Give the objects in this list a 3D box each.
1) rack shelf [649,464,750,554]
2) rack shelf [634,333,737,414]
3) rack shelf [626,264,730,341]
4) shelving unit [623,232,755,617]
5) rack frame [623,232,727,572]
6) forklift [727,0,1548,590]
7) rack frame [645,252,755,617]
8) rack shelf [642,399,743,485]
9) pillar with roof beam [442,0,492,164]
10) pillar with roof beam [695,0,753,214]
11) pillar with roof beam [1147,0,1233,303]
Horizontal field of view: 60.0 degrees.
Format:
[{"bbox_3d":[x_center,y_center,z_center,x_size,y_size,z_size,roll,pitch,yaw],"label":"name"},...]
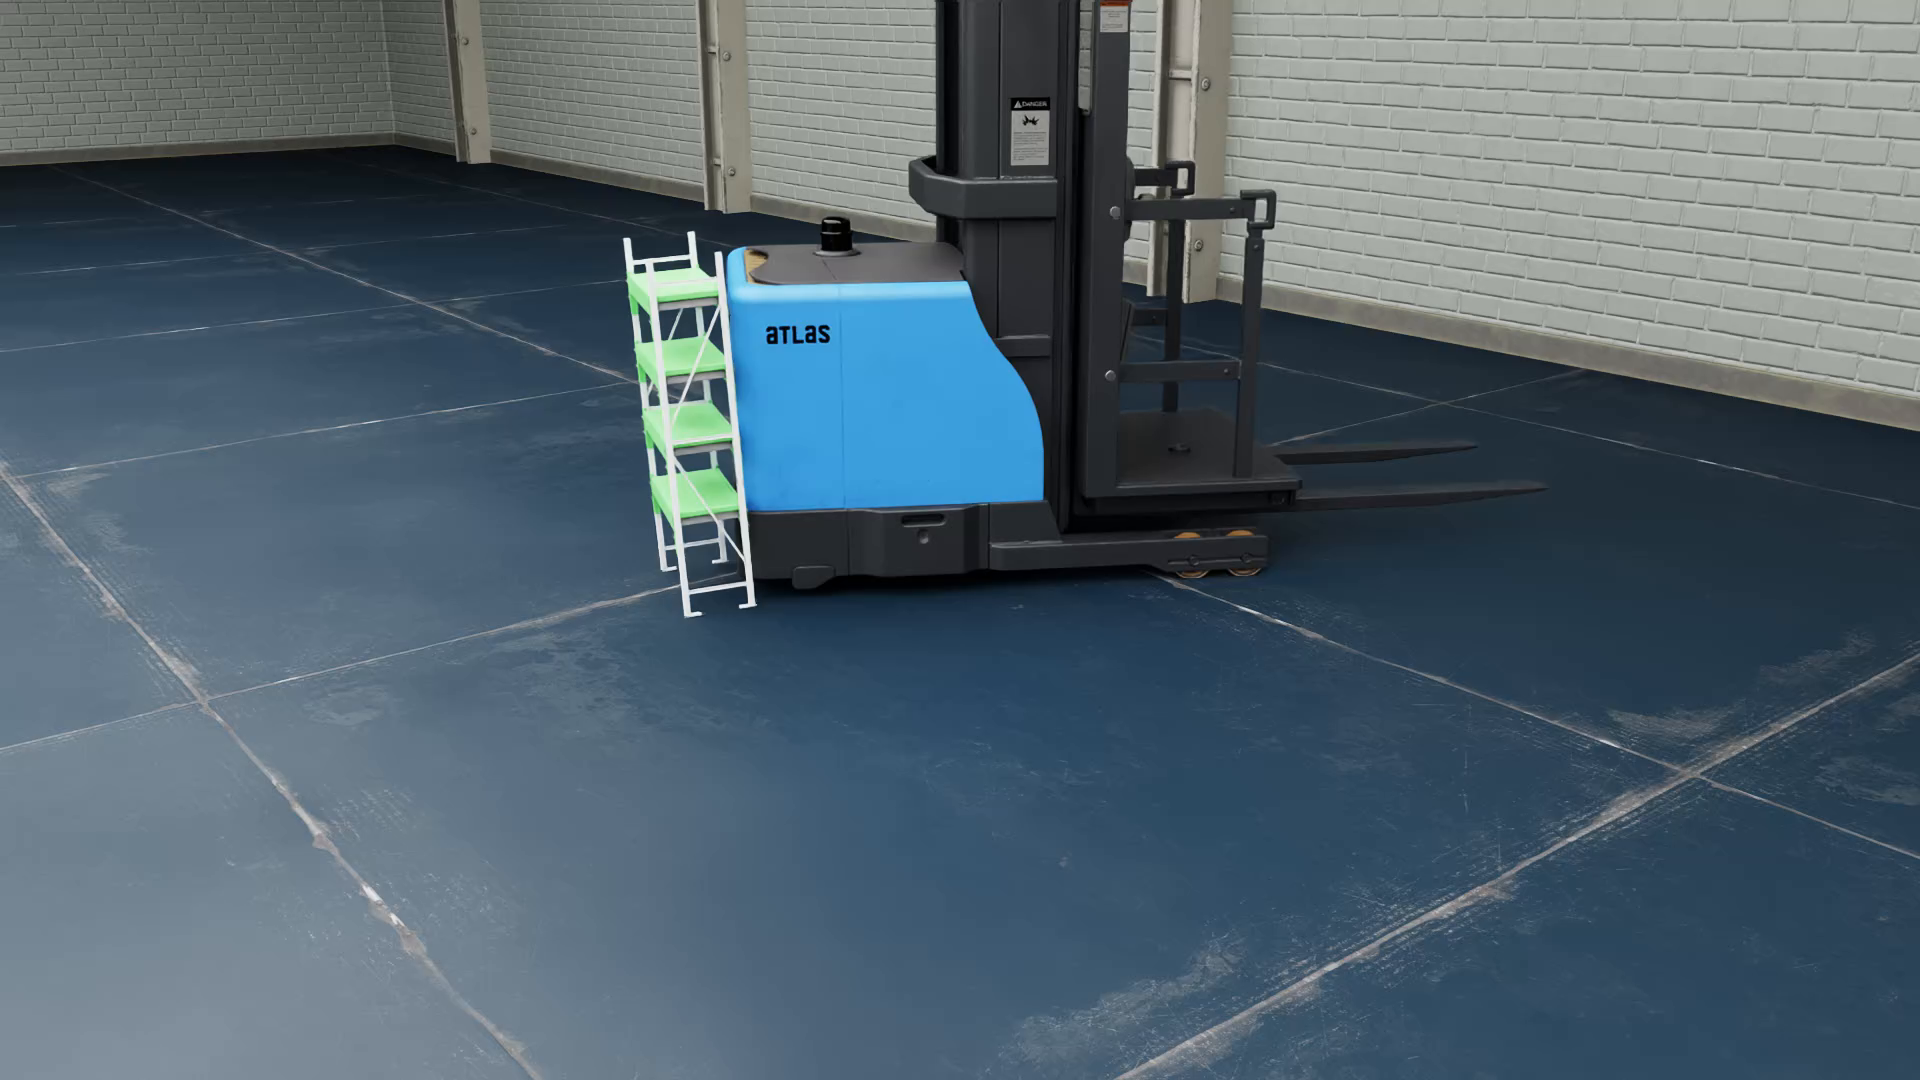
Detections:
[{"bbox_3d":[-0.903,-0.112,5.737,0.258,0.148,0.480,-9,20,-17],"label":"rack shelf"},{"bbox_3d":[-0.926,-0.565,5.580,0.258,0.148,0.480,-9,20,-17],"label":"rack shelf"},{"bbox_3d":[-0.937,-0.791,5.501,0.258,0.148,0.480,-9,20,-17],"label":"rack shelf"},{"bbox_3d":[-0.917,-0.399,5.637,0.258,1.200,0.503,-9,20,-17],"label":"shelving unit"},{"bbox_3d":[-0.996,-0.471,5.857,0.240,1.200,0.015,-9,20,-17],"label":"rack frame"},{"bbox_3d":[0.666,-1.412,5.965,3.031,2.935,1.130,-3,18,-8],"label":"forklift"},{"bbox_3d":[-0.839,-0.326,5.418,0.240,1.200,0.015,-9,20,-17],"label":"rack frame"},{"bbox_3d":[-0.914,-0.338,5.658,0.258,0.148,0.480,-9,20,-17],"label":"rack shelf"},{"bbox_3d":[-9.302,-8.054,16.371,9.100,9.000,0.400,-14,23,-36],"label":"pillar with roof beam"},{"bbox_3d":[-5.577,-6.576,11.906,9.100,9.000,0.400,-14,23,-36],"label":"pillar with roof beam"},{"bbox_3d":[-1.851,-5.097,7.441,9.100,9.000,0.400,-14,23,-36],"label":"pillar with roof beam"}]
